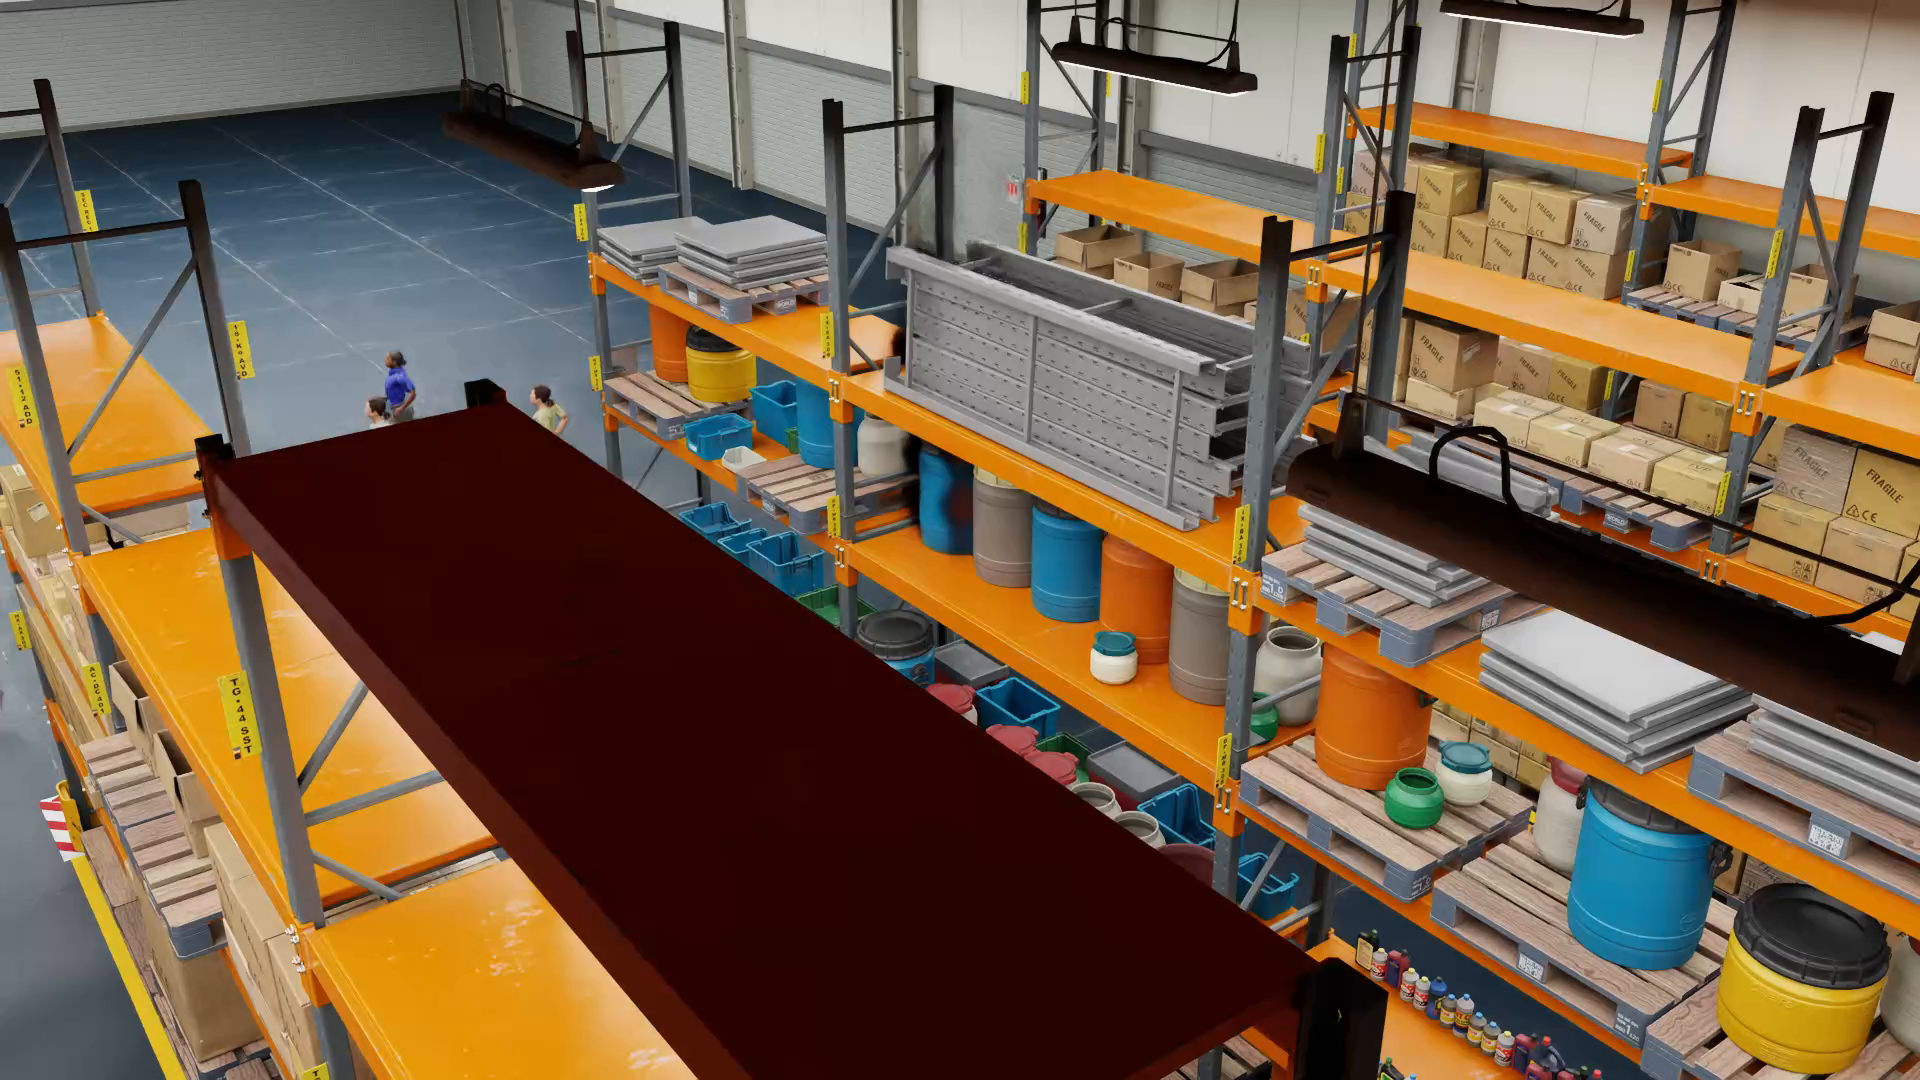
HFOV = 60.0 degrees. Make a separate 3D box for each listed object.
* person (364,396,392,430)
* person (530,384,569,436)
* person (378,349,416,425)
[{"bbox_3d":[-6.440,-0.826,18.726,0.929,1.662,0.584,-5,25,-10],"label":"person"},{"bbox_3d":[-4.692,-0.969,19.085,0.894,1.694,0.558,-4,25,-8],"label":"person"},{"bbox_3d":[-6.811,-1.548,20.427,0.827,1.653,0.588,-7,26,-15],"label":"person"}]
